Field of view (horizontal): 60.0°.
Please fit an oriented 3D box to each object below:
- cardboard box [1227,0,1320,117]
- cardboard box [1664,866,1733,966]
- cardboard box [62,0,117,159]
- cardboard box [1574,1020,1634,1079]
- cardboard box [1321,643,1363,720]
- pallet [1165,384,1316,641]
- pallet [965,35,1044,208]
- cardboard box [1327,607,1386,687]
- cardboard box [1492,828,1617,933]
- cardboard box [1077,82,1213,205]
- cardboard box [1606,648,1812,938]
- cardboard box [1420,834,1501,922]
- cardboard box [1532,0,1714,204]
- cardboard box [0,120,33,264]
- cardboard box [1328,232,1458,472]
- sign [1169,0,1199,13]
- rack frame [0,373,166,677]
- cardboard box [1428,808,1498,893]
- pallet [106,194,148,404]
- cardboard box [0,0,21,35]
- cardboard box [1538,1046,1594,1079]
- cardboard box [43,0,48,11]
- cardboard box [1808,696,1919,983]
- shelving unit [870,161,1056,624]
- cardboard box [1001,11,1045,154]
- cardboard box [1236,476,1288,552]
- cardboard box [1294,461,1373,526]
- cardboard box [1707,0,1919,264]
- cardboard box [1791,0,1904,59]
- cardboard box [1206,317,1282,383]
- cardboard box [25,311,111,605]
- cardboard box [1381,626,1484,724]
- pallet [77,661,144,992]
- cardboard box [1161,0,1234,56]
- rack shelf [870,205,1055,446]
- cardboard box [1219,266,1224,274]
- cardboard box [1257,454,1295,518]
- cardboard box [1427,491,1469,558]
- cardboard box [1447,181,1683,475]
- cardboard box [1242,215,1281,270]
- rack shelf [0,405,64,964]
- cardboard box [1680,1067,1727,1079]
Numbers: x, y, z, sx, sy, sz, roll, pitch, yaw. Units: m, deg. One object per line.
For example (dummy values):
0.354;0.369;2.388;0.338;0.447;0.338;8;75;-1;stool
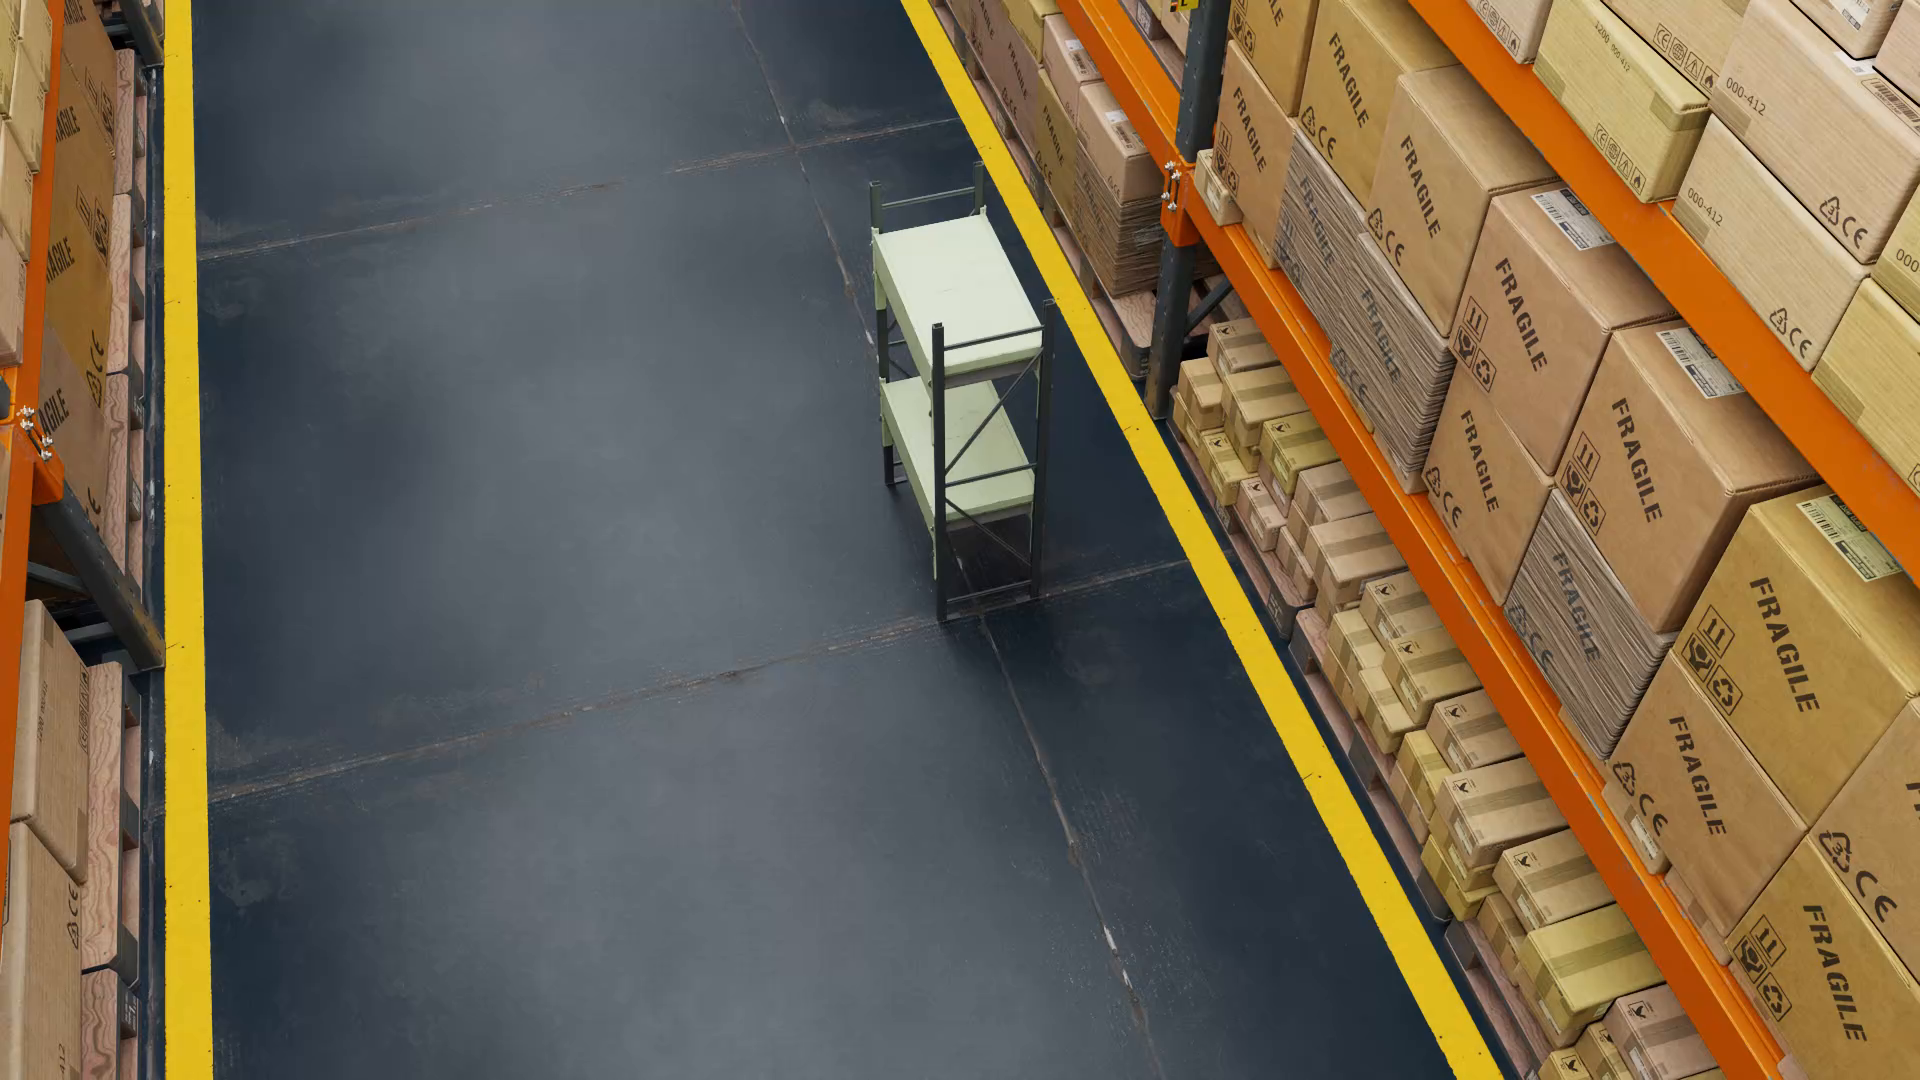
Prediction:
1.171;-1.684;5.083;0.500;0.500;0.500;-12;51;-10;cardboard box
1.961;0.840;4.034;0.380;0.149;0.250;-14;51;-11;cardboard box
-4.486;-2.274;7.610;0.875;0.875;0.875;-14;51;-11;cardboard box
1.999;1.467;4.736;0.380;0.149;0.250;-14;51;-12;cardboard box
1.494;0.443;5.795;0.380;0.149;0.250;-15;51;-12;cardboard box
1.503;-0.237;6.601;1.003;0.211;1.213;-13;51;-11;pallet
0.675;-2.180;8.240;1.003;0.211;1.213;-13;51;-11;pallet
1.489;0.344;5.683;0.380;0.149;0.250;-14;51;-11;cardboard box
1.821;1.006;4.931;0.380;0.149;0.250;-15;52;-12;cardboard box
0.809;-1.676;6.861;0.500;0.250;0.500;-15;51;-12;cardboard box
1.927;0.528;3.873;0.500;0.500;0.500;-14;51;-12;cardboard box
1.709;1.023;5.305;0.380;0.149;0.250;-15;52;-13;cardboard box
1.599;-1.008;3.563;0.500;0.250;0.500;-11;51;-9;cardboard box
-3.461;-1.135;5.633;0.500;0.250;0.500;-14;51;-12;cardboard box
1.444;-0.592;4.817;0.500;0.500;0.500;-14;51;-12;cardboard box
0.742;-1.863;5.391;0.100;0.325;0.005;-13;51;-11;sign
-3.428;-0.425;4.936;1.000;3.000;0.127;-13;51;-11;rack frame
1.704;0.916;5.201;0.380;0.149;0.250;-13;51;-10;cardboard box
-4.093;-0.965;7.215;1.003;0.211;1.213;-13;51;-11;pallet
-3.745;-2.041;6.069;0.500;0.250;0.500;-15;51;-12;cardboard box
1.926;1.585;4.832;0.380;0.149;0.250;-12;51;-10;cardboard box
-3.914;-2.246;6.570;0.500;0.250;0.500;-14;51;-11;cardboard box
2.081;0.575;3.179;0.500;0.500;0.500;-14;51;-12;cardboard box
-0.002;-0.488;5.970;0.431;1.500;0.755;-13;51;-11;shelving unit
0.512;-2.182;7.777;0.500;0.500;0.500;-14;51;-12;cardboard box
1.273;-0.132;6.279;0.380;0.149;0.250;-14;51;-11;cardboard box
1.420;-0.154;5.909;0.380;0.149;0.250;-15;51;-12;cardboard box
1.773;-0.803;3.064;0.500;0.250;0.500;-13;51;-10;cardboard box
1.726;-1.024;2.989;0.380;0.149;0.250;-12;51;-10;cardboard box
1.175;-0.728;6.392;0.380;0.149;0.250;-11;51;-9;cardboard box
-3.688;-0.310;5.954;0.875;0.875;0.875;-12;51;-10;cardboard box
1.612;0.419;5.425;0.380;0.149;0.250;-13;51;-11;cardboard box
-3.278;1.047;5.519;1.003;0.211;1.213;-13;51;-11;pallet
0.964;-1.918;6.084;0.380;0.149;0.250;-14;51;-12;cardboard box
-0.002;-0.740;5.672;0.431;0.370;0.720;-13;51;-11;rack shelf
1.305;-1.547;7.242;0.500;0.500;0.500;-12;51;-10;cardboard box
1.339;-0.259;6.191;0.380;0.149;0.250;-14;51;-11;cardboard box
1.601;-0.120;4.843;0.380;0.149;0.250;-12;51;-10;cardboard box
1.609;-0.558;4.135;0.500;0.500;0.500;-15;51;-12;cardboard box
1.189;-1.084;5.656;0.380;0.149;0.250;-12;51;-10;cardboard box
-2.837;1.268;3.980;1.077;0.370;4.000;-13;51;-11;rack shelf
2.055;1.566;4.459;0.380;0.149;0.250;-13;51;-11;cardboard box
